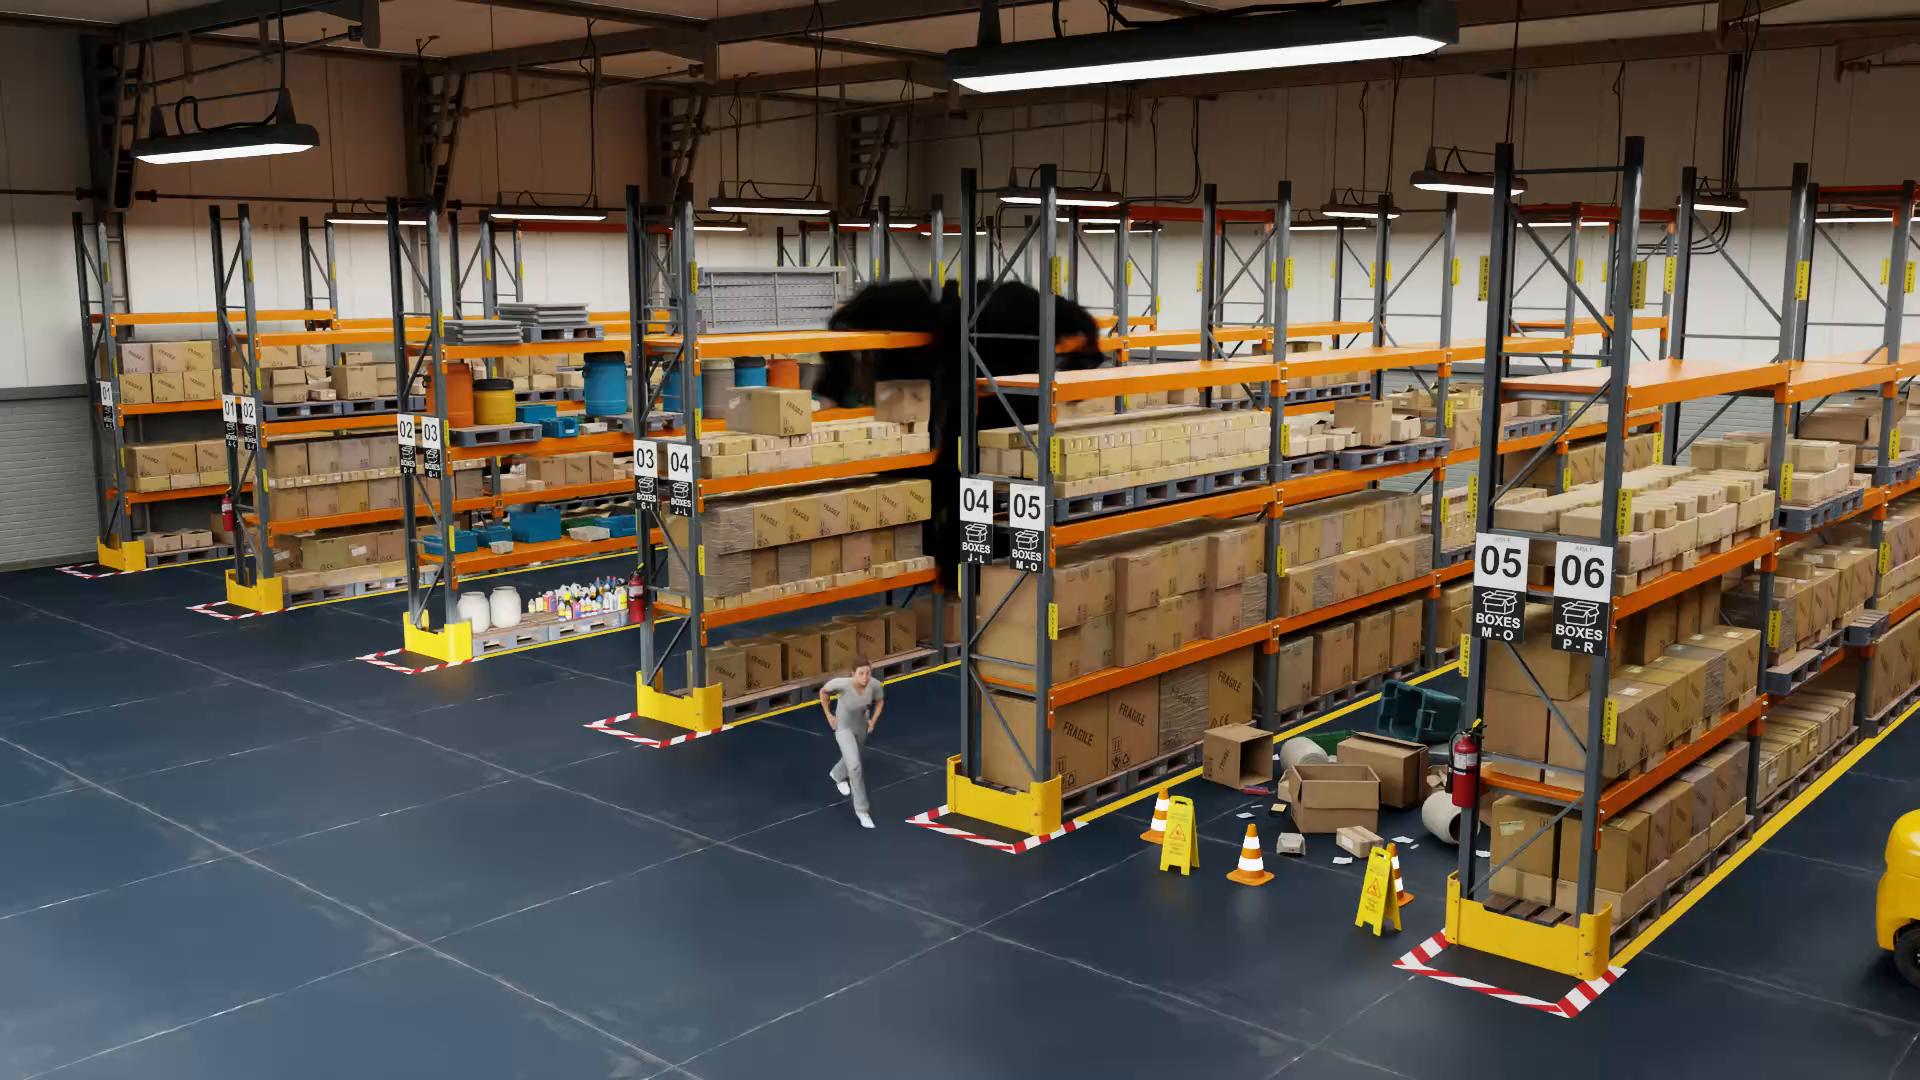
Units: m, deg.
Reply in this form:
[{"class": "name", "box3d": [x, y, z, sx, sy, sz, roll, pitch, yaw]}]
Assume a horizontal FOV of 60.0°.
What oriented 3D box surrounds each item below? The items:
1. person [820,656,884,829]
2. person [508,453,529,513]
[{"class": "person", "box3d": [-1.046, 1.820, 15.674, 0.602, 1.626, 1.003, -3, 10, -19]}, {"class": "person", "box3d": [-8.216, -0.821, 30.989, 0.664, 1.743, 0.599, 7, 12, 38]}]
